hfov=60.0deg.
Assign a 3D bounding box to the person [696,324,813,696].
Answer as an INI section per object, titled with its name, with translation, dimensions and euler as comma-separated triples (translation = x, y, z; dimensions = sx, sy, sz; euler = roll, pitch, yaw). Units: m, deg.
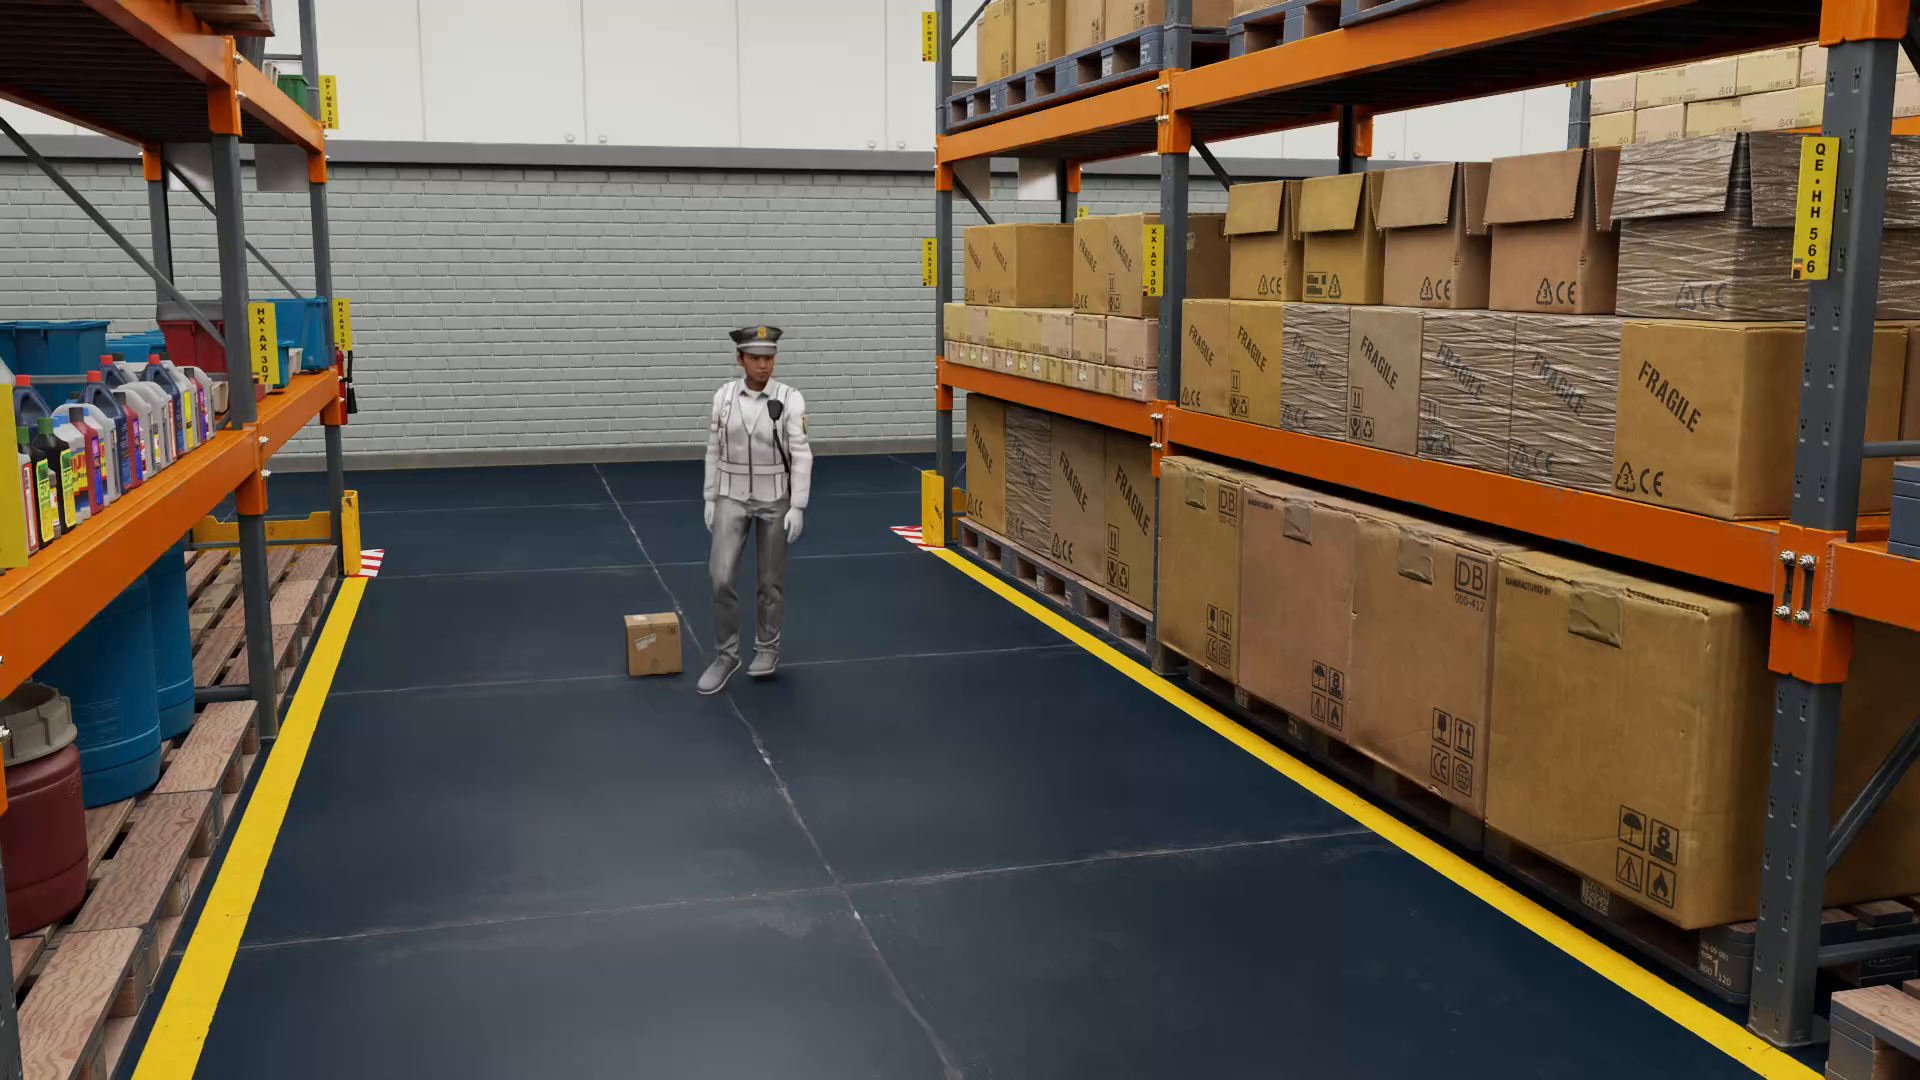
[person]
translation = -0.947, -0.154, 7.727
dimensions = 0.545, 1.695, 0.511
euler = 0, 9, 0
